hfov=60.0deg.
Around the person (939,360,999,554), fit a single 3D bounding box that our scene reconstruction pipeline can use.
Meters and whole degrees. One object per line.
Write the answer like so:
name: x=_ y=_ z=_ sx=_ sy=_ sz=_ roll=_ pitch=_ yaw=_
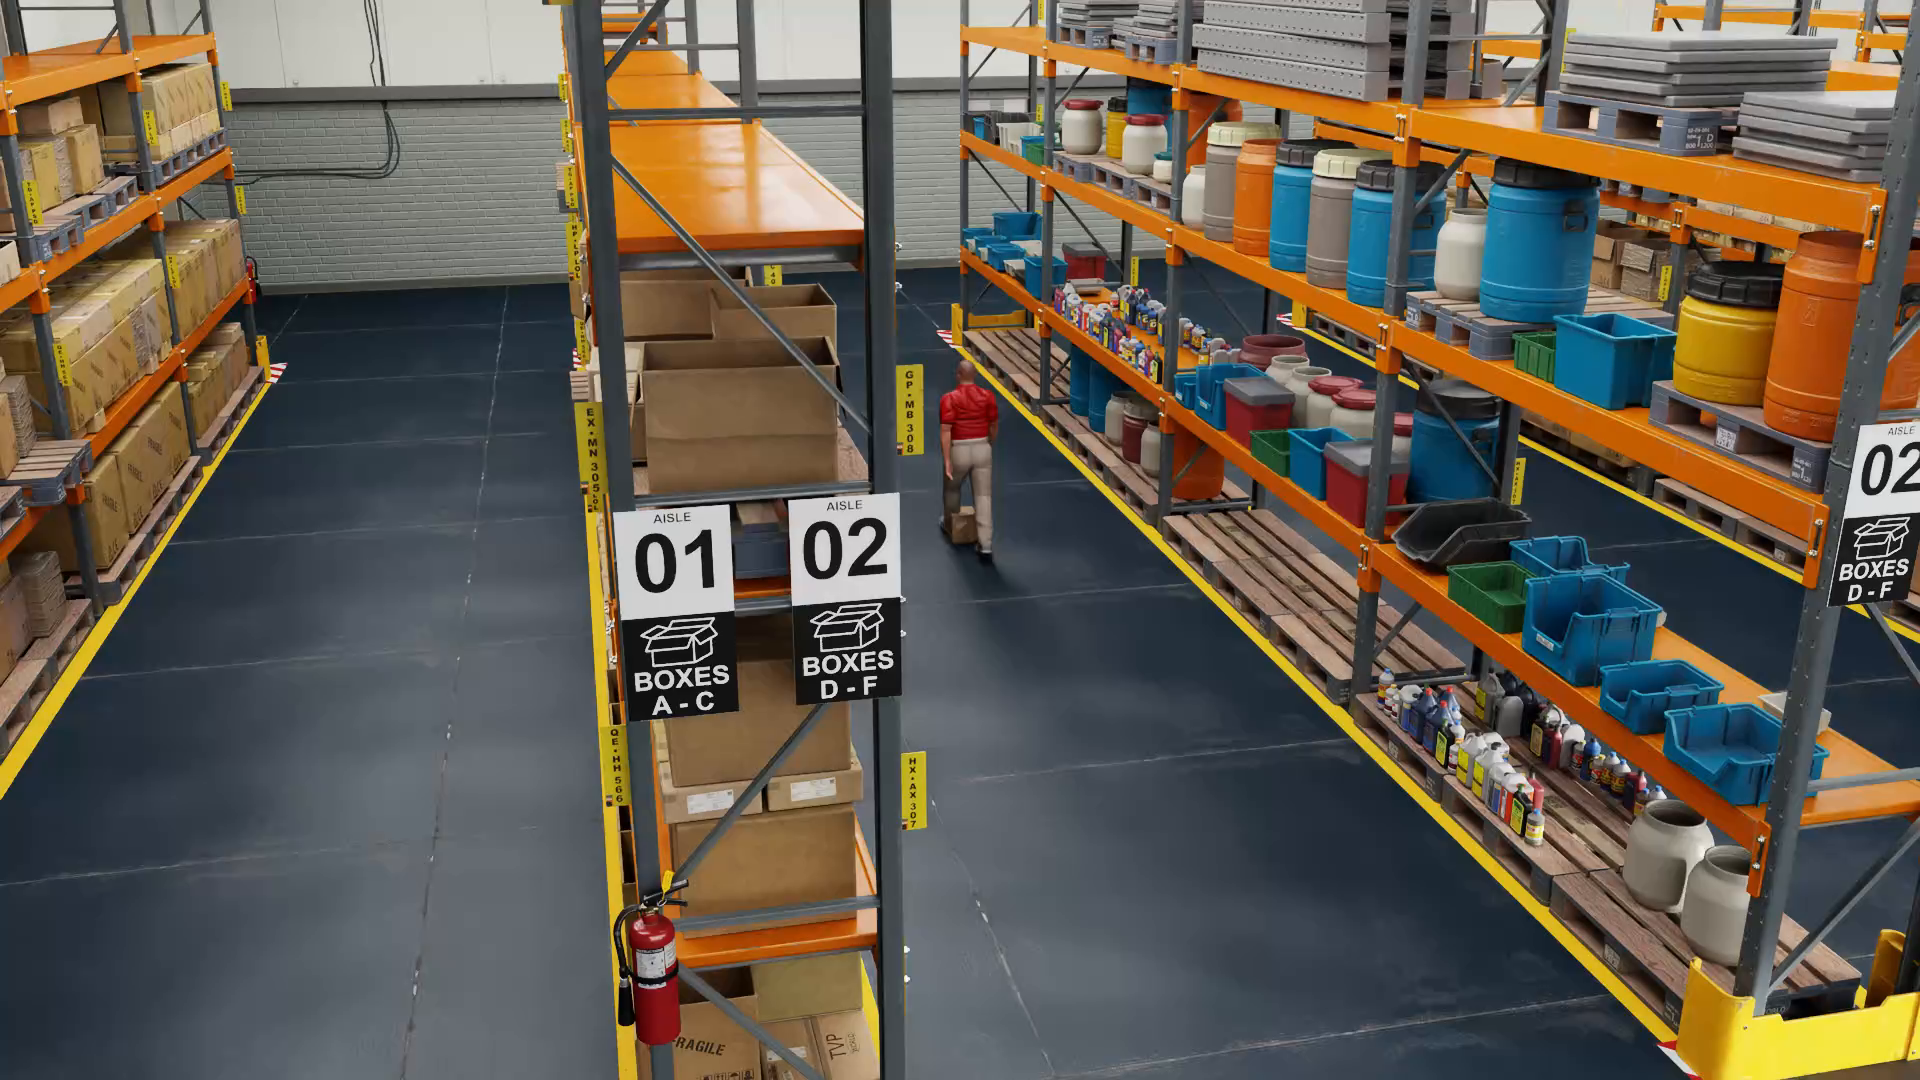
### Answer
person: x=0.069 y=-0.769 z=14.581 sx=0.564 sy=1.662 sz=1.089 roll=-4 pitch=20 yaw=-11
